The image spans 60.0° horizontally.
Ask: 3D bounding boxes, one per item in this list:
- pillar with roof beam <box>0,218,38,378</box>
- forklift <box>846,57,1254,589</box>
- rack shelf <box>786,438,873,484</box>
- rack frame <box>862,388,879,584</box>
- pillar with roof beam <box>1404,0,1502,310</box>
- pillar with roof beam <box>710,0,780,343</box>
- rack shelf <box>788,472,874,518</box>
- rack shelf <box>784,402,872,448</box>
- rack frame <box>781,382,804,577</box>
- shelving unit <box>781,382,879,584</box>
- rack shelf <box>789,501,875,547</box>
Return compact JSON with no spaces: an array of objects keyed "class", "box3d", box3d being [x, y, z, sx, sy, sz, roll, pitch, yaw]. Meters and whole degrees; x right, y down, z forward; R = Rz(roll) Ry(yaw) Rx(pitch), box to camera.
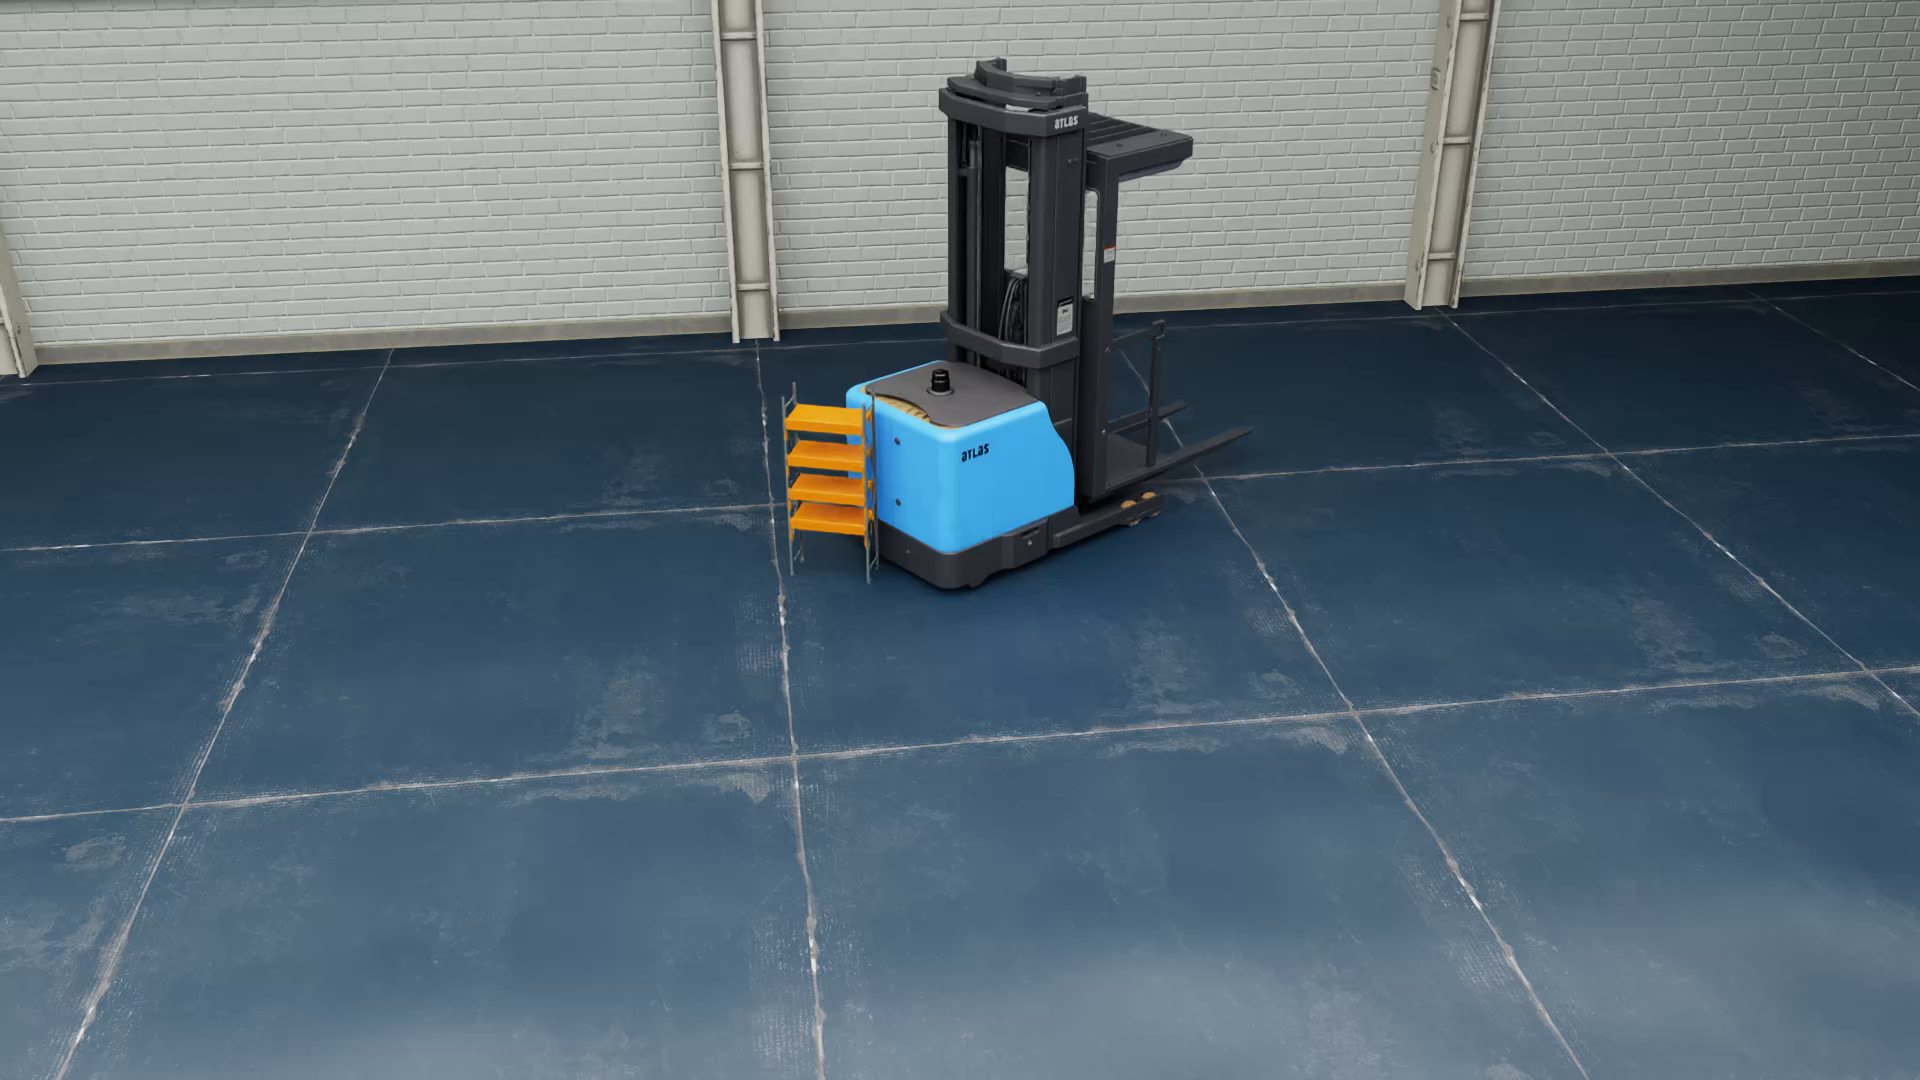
[{"class":"pillar with roof beam","box3d":[-7.076,-3.415,7.548,0.400,9.000,9.100,-4,27,-7]},{"class":"forklift","box3d":[0.725,-1.559,10.578,3.031,2.935,1.130,-22,34,-36]},{"class":"rack shelf","box3d":[-0.778,-0.477,10.023,0.480,0.148,0.258,5,28,11]},{"class":"rack frame","box3d":[-0.540,-0.315,10.050,0.015,1.200,0.240,5,28,11]},{"class":"pillar with roof beam","box3d":[4.807,-4.178,9.035,0.400,9.000,9.100,-4,27,-7]},{"class":"pillar with roof beam","box3d":[-1.135,-3.796,8.291,0.400,9.000,9.100,-4,27,-7]},{"class":"rack shelf","box3d":[-0.778,-0.278,10.125,0.480,0.148,0.258,5,28,11]},{"class":"rack shelf","box3d":[-0.778,-0.688,9.915,0.480,0.148,0.258,5,28,11]},{"class":"rack frame","box3d":[-1.017,-0.361,10.139,0.015,1.200,0.240,5,28,11]},{"class":"shelving unit","box3d":[-0.778,-0.338,10.095,0.503,1.200,0.258,5,28,11]},{"class":"rack shelf","box3d":[-0.778,-0.102,10.216,0.480,0.148,0.258,5,28,11]}]
